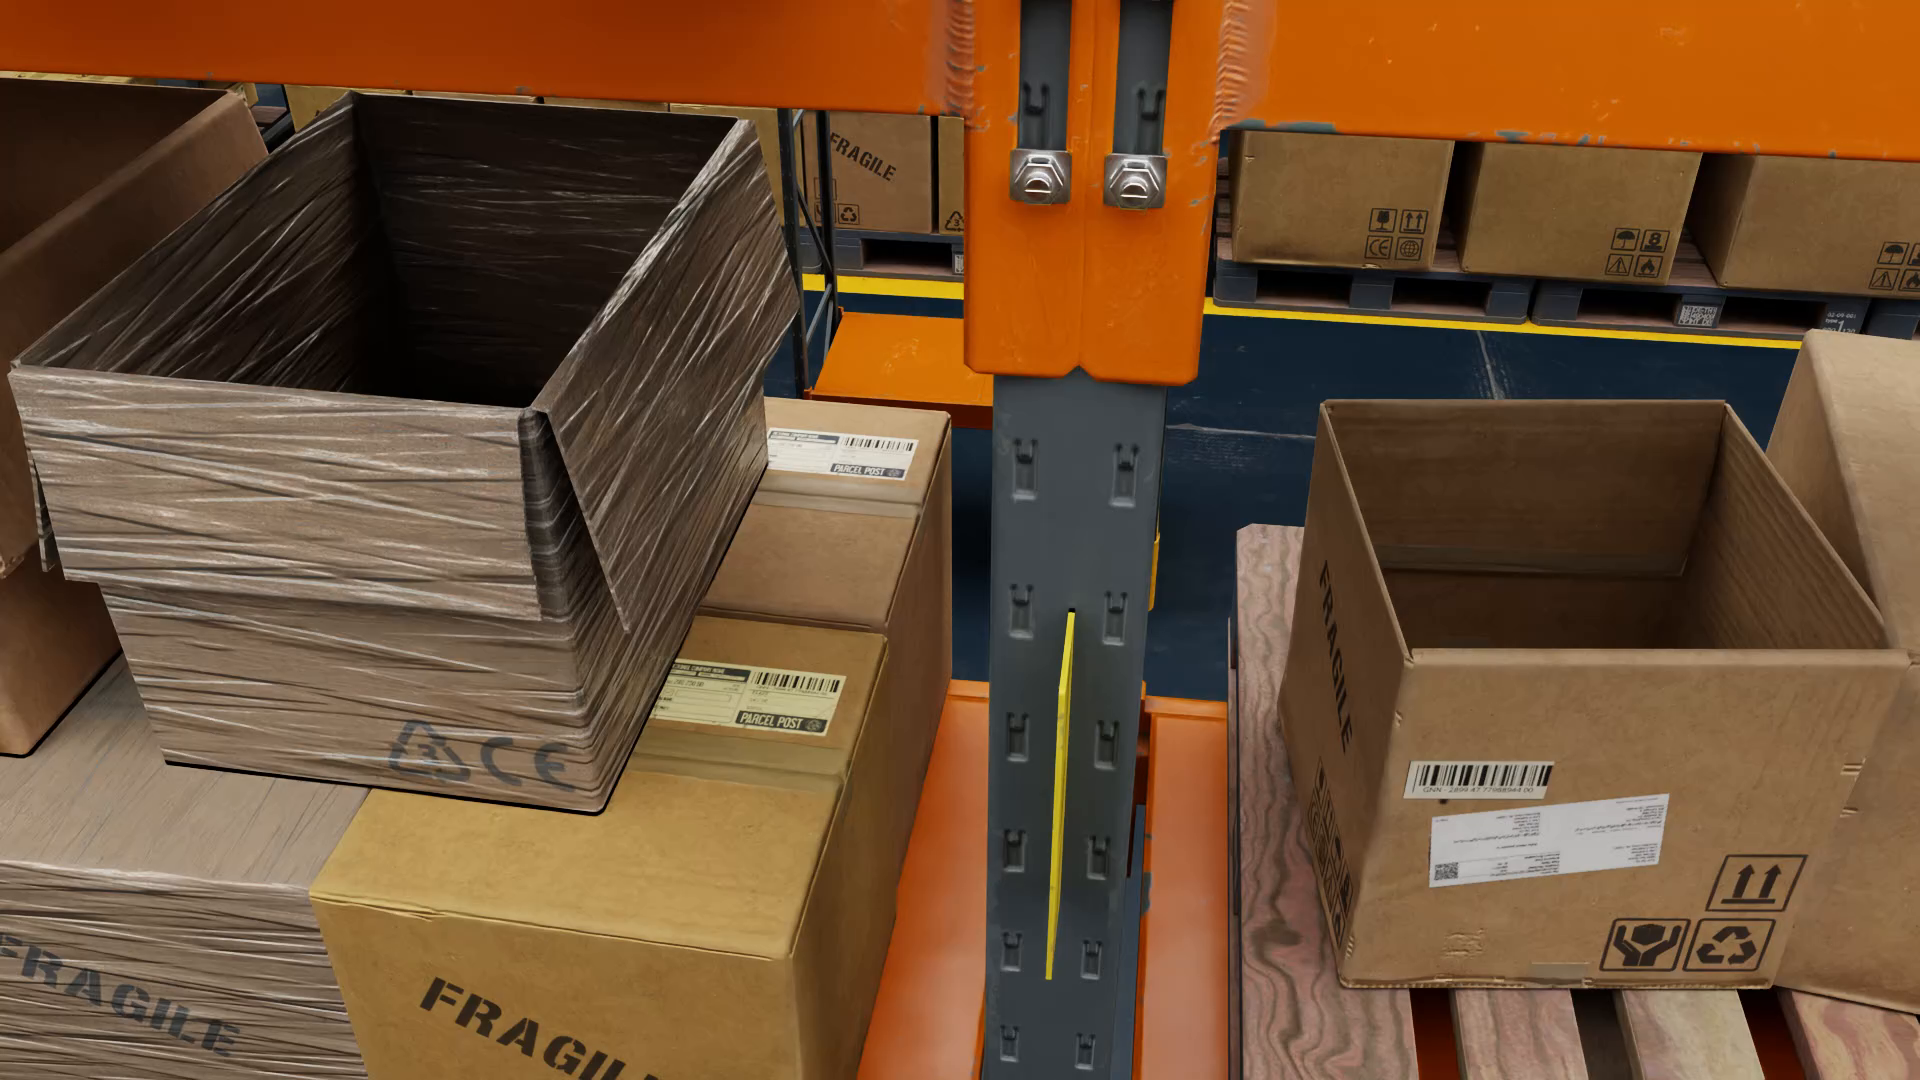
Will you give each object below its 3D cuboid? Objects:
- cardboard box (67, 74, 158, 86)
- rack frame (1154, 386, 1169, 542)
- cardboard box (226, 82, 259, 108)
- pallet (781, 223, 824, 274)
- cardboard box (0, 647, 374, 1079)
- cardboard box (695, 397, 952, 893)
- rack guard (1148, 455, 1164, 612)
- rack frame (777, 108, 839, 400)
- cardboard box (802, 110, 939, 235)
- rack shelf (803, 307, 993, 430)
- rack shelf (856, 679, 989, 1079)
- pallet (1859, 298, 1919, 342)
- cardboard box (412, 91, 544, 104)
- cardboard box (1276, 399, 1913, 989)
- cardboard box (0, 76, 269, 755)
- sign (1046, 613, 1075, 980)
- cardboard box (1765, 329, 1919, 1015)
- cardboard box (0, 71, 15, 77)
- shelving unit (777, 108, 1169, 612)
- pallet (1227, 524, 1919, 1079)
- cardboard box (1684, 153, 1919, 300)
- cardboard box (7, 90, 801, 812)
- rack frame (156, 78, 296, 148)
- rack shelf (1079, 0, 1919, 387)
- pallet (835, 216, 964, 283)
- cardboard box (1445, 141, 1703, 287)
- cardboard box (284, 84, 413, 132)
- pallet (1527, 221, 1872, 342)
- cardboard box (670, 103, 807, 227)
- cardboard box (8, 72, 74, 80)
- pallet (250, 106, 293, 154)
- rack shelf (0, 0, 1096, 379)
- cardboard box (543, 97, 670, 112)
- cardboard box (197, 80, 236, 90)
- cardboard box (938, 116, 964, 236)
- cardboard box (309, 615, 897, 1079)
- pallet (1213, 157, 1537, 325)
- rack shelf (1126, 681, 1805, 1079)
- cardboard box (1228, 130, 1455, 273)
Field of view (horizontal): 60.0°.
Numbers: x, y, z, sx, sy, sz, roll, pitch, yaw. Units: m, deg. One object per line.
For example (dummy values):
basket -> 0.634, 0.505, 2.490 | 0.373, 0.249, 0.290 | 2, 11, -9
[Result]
cardboard box -> -3.472, -1.908, 6.921 | 0.250, 0.149, 0.380 | 5, 36, 7
rack frame -> 0.589, -0.567, 4.753 | 0.032, 1.500, 0.500 | 4, 36, 6
cardboard box -> -3.406, -2.001, 7.564 | 0.250, 0.149, 0.380 | 3, 36, 4
pallet -> -1.100, -1.498, 7.167 | 1.213, 0.211, 1.003 | 4, 36, 6
cardboard box -> -0.865, 0.393, 2.031 | 0.500, 0.500, 0.500 | 4, 36, 6
cardboard box -> -0.298, 0.134, 2.393 | 0.500, 0.500, 0.500 | 5, 36, 7
rack guard -> 0.570, -0.059, 5.118 | 0.087, 0.250, 0.587 | 4, 36, 6
rack frame -> -0.420, -0.642, 4.858 | 0.032, 1.500, 0.500 | 4, 36, 6
cardboard box -> -0.319, -1.575, 6.664 | 0.500, 0.500, 0.500 | 6, 36, 8
rack shelf -> 0.085, -0.458, 4.910 | 1.000, 0.185, 0.538 | 4, 36, 6
rack shelf -> -1.834, 0.513, 2.569 | 4.000, 0.370, 1.077 | 4, 36, 6
pallet -> 4.074, -1.065, 6.561 | 1.213, 0.211, 1.003 | 4, 36, 6
cardboard box -> -1.862, -1.686, 6.821 | 0.500, 0.500, 0.500 | 6, 36, 8
cardboard box -> 0.690, 0.173, 1.978 | 0.500, 0.500, 0.500 | 0, 36, 0
cardboard box -> -1.220, -0.194, 1.991 | 0.637, 0.503, 0.797 | 5, 36, 7
sign -> 0.082, 0.217, 1.368 | 0.005, 0.325, 0.100 | 4, 36, 6
cardboard box -> 1.257, 0.157, 2.001 | 0.500, 0.500, 0.700 | 9, 37, 13
cardboard box -> -3.978, -1.918, 6.936 | 0.250, 0.149, 0.380 | 4, 36, 6
shelving unit -> 0.076, -0.605, 4.806 | 1.083, 1.500, 0.587 | 4, 36, 6
pallet -> 0.870, 0.437, 2.220 | 1.003, 0.211, 1.213 | 4, 36, 6
cardboard box -> 3.265, -1.509, 6.358 | 0.750, 0.750, 1.050 | 4, 36, 6
cardboard box -> -0.574, -0.145, 1.921 | 0.637, 0.503, 0.797 | 5, 36, 8
rack frame -> -3.086, -2.778, 6.561 | 0.127, 3.000, 1.000 | 4, 36, 6
rack shelf -> 2.133, -0.412, 1.283 | 4.000, 0.370, 1.077 | 4, 36, 6
pallet -> 0.107, -1.406, 7.039 | 1.213, 0.211, 1.003 | 4, 36, 6
cardboard box -> 2.342, -1.578, 6.454 | 0.750, 0.750, 1.050 | 5, 36, 7
cardboard box -> -2.387, -1.724, 6.874 | 0.500, 0.500, 0.500 | 6, 36, 8
pallet -> 2.860, -1.154, 6.685 | 1.213, 0.211, 1.003 | 4, 36, 6
cardboard box -> -0.846, -1.604, 6.706 | 0.500, 0.500, 0.500 | 3, 36, 4
cardboard box -> -3.731, -1.904, 6.916 | 0.250, 0.149, 0.380 | 5, 36, 7
pallet -> -3.757, -1.673, 7.412 | 1.213, 0.211, 1.003 | 4, 36, 6
rack shelf -> -1.834, -0.708, 1.697 | 4.000, 0.370, 1.077 | 4, 36, 6
cardboard box -> -1.341, -1.655, 6.778 | 0.500, 0.500, 0.500 | 5, 36, 7
cardboard box -> -3.405, -2.121, 7.477 | 0.250, 0.149, 0.380 | 6, 36, 8
cardboard box -> 0.195, -1.534, 6.608 | 0.500, 0.500, 0.500 | 4, 36, 6
cardboard box -> -0.372, 0.433, 1.975 | 0.500, 0.500, 0.500 | 5, 36, 7
pallet -> 1.654, -1.246, 6.814 | 1.213, 0.211, 1.003 | 4, 36, 6
rack shelf -> 2.133, 0.809, 2.154 | 4.000, 0.370, 1.077 | 4, 36, 6
cardboard box -> 1.474, -1.641, 6.542 | 0.750, 0.750, 1.050 | 4, 36, 5
